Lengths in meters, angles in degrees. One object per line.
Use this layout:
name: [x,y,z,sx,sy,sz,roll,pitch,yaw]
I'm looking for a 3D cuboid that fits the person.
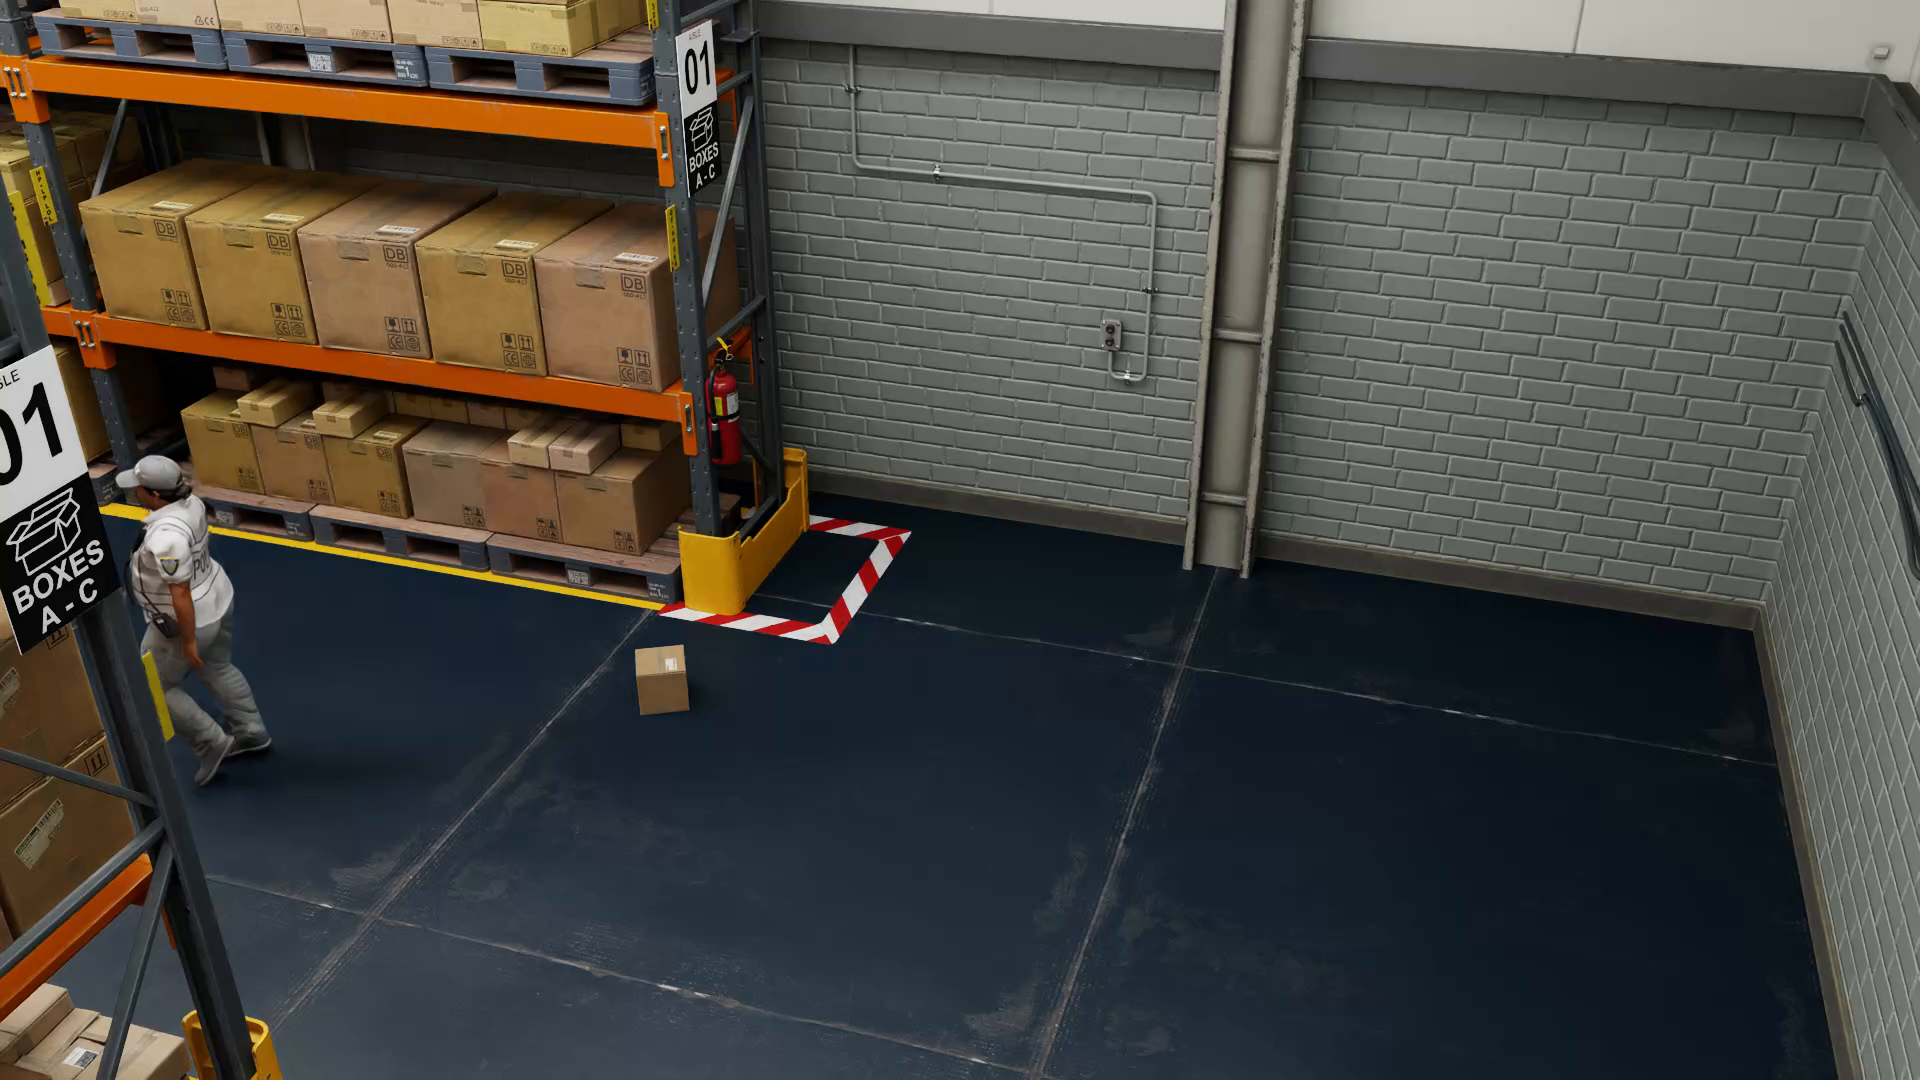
person: [-3.658,0.377,7.823,0.474,1.707,0.511,-3,30,-5]
